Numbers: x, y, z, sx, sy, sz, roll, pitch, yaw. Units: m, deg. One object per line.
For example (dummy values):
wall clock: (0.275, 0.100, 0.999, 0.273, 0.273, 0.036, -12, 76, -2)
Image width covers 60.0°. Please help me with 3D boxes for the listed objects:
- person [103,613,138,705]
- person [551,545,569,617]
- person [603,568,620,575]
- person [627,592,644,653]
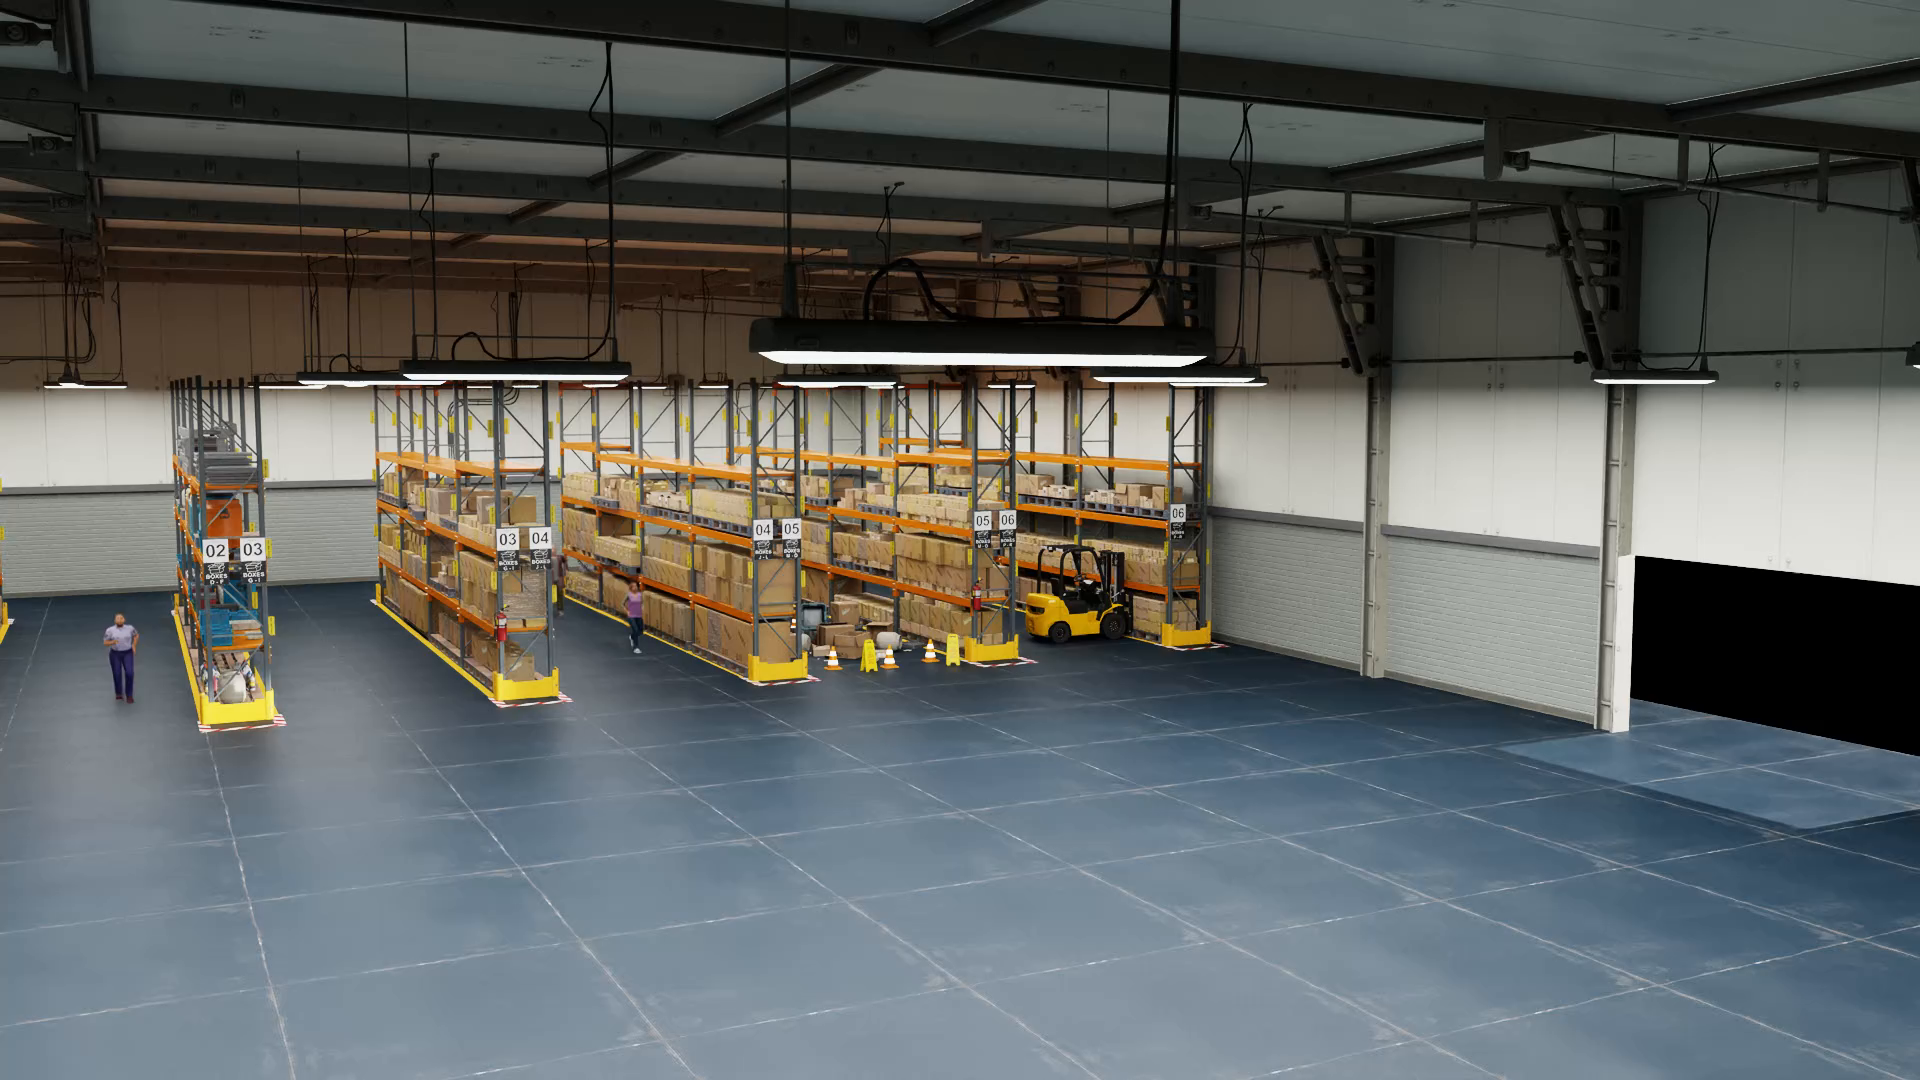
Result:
person: (-15.432, 2.194, 30.615, 0.585, 1.692, 0.708, -3, 6, -28)
person: (-10.397, 1.035, 42.726, 0.729, 1.790, 1.049, -2, 5, -22)
person: (-10.282, 0.517, 49.204, 0.891, 1.681, 0.564, -2, 5, -21)
person: (-7.178, 1.803, 36.610, 0.350, 1.331, 0.680, -3, 6, -34)
